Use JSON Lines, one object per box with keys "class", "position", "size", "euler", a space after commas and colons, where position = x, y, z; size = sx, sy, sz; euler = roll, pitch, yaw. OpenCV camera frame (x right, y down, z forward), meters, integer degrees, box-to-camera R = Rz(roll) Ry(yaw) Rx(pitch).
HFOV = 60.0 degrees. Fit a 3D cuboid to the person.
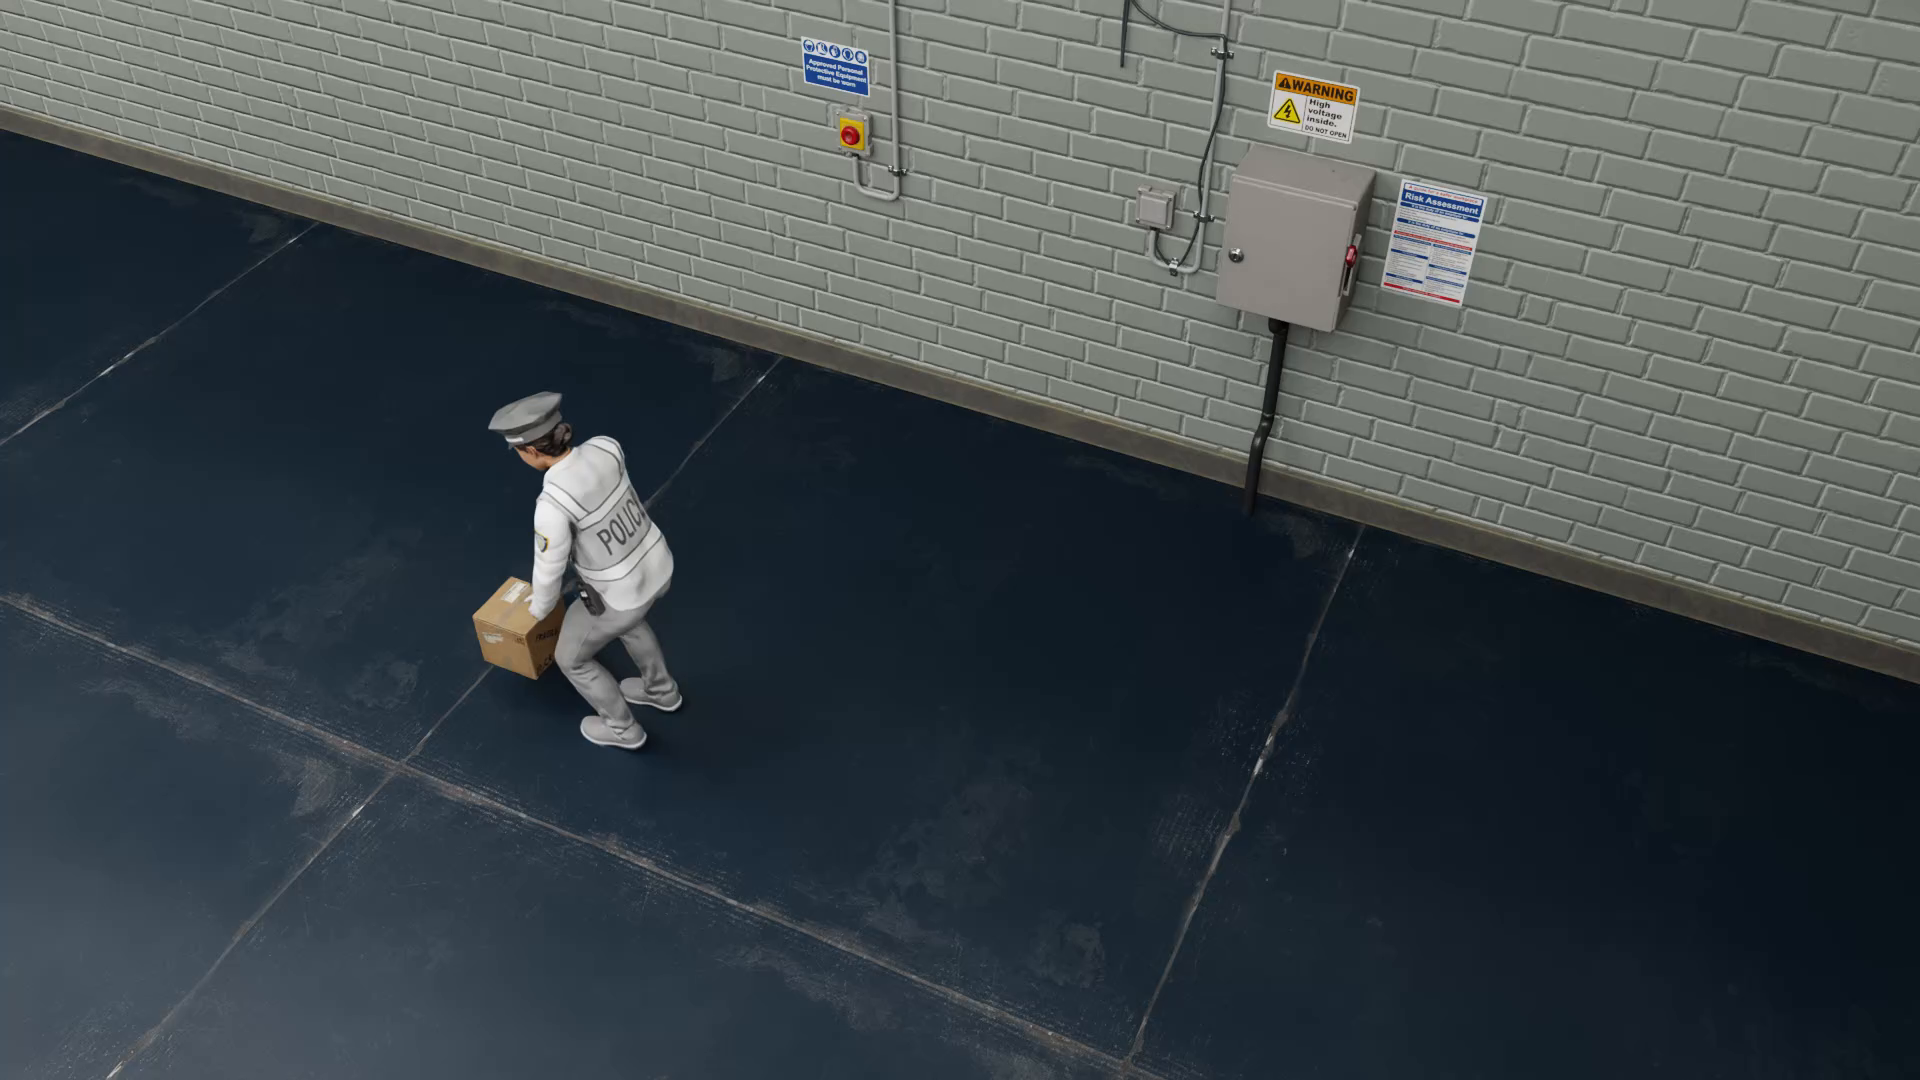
{"class": "person", "position": [-1.312, 0.164, 6.084], "size": [0.496, 1.535, 0.520], "euler": [18, 45, 19]}
